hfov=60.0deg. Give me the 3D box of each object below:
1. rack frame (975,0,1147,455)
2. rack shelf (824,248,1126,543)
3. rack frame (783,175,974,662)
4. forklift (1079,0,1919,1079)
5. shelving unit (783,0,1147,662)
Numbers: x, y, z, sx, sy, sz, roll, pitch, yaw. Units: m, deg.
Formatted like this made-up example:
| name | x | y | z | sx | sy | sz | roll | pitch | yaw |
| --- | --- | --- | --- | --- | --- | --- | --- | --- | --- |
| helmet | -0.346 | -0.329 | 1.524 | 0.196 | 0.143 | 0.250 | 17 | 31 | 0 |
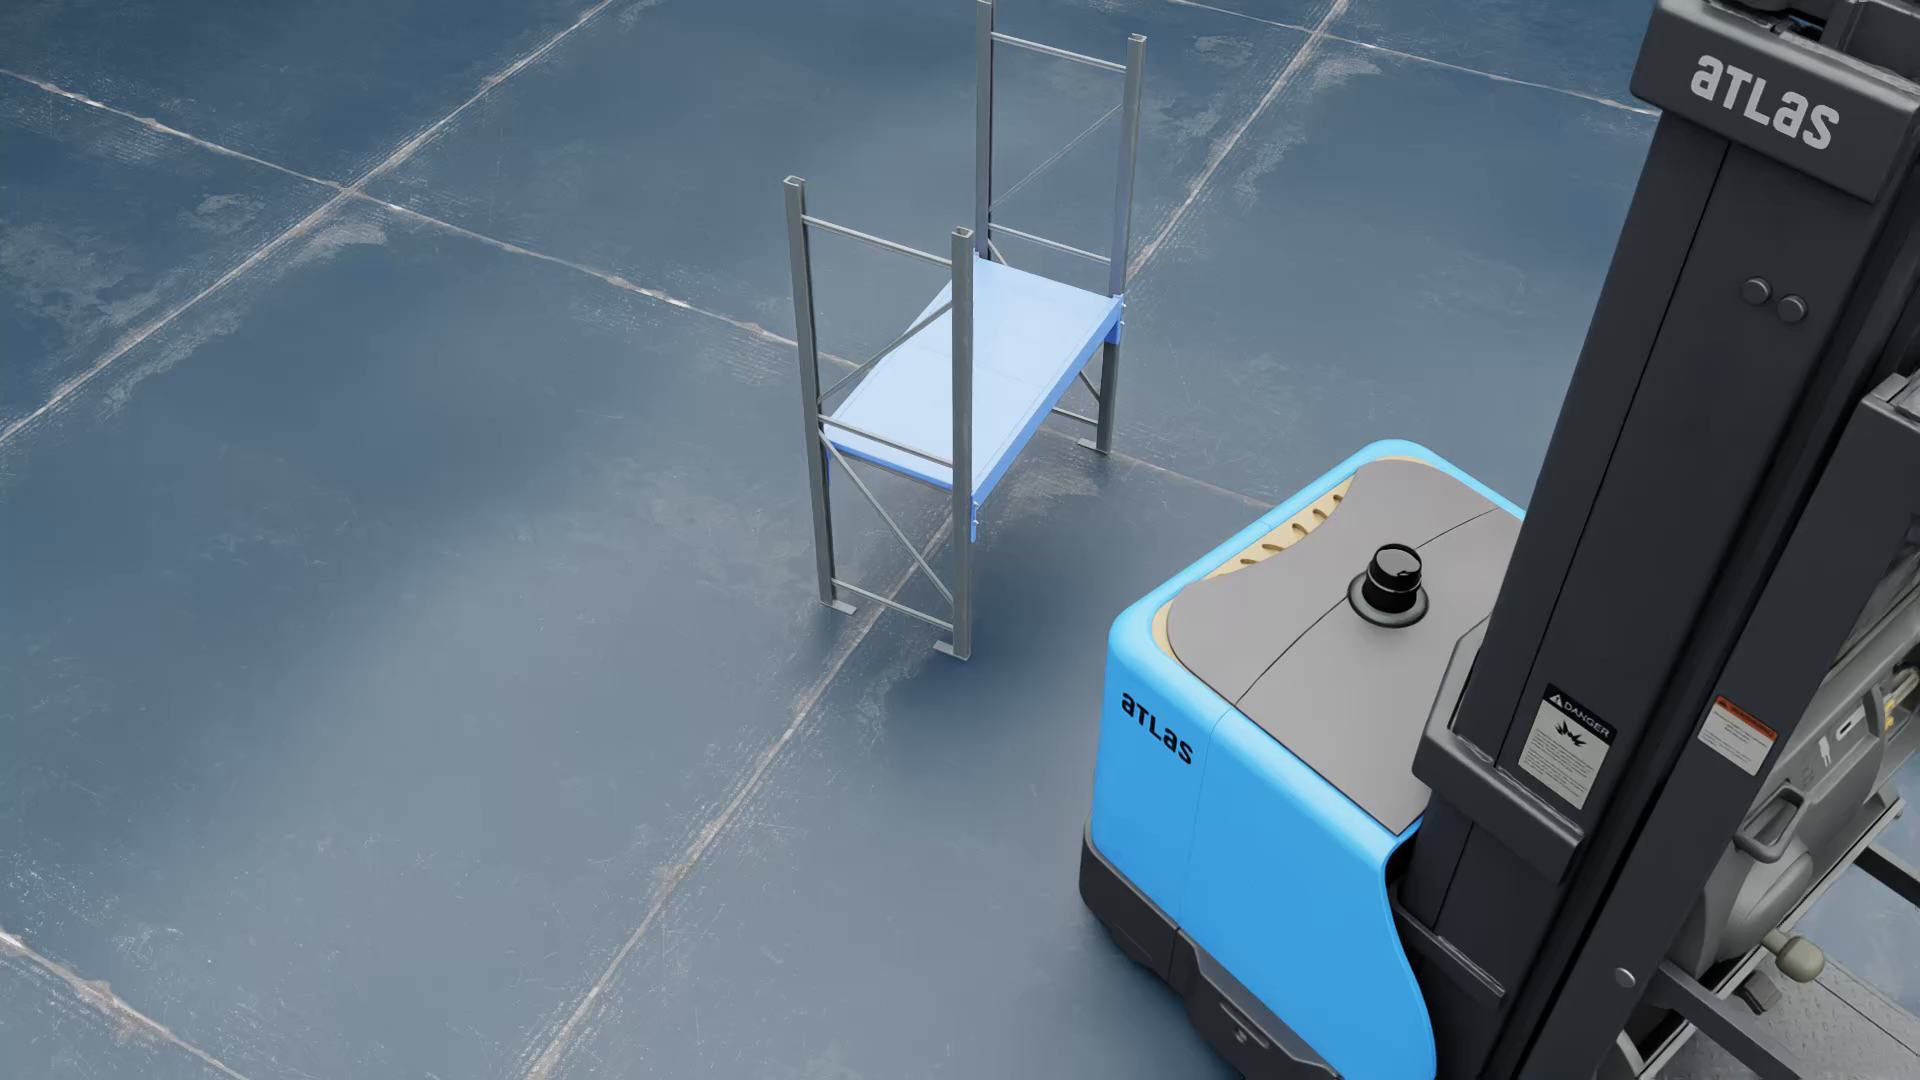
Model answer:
| name | x | y | z | sx | sy | sz | roll | pitch | yaw |
| --- | --- | --- | --- | --- | --- | --- | --- | --- | --- |
| rack frame | 0.276 | -0.901 | 5.086 | 0.500 | 1.500 | 0.032 | 20 | 49 | 19 |
| rack shelf | 0.040 | -0.455 | 4.898 | 0.538 | 0.185 | 1.000 | 20 | 49 | 19 |
| rack frame | -0.196 | -0.261 | 4.453 | 0.500 | 1.500 | 0.032 | 20 | 49 | 19 |
| forklift | 1.646 | 0.475 | 2.720 | 1.130 | 2.935 | 3.031 | -31 | 53 | -27 |
| shelving unit | 0.040 | -0.581 | 4.770 | 0.538 | 1.500 | 1.048 | 20 | 49 | 19 |
